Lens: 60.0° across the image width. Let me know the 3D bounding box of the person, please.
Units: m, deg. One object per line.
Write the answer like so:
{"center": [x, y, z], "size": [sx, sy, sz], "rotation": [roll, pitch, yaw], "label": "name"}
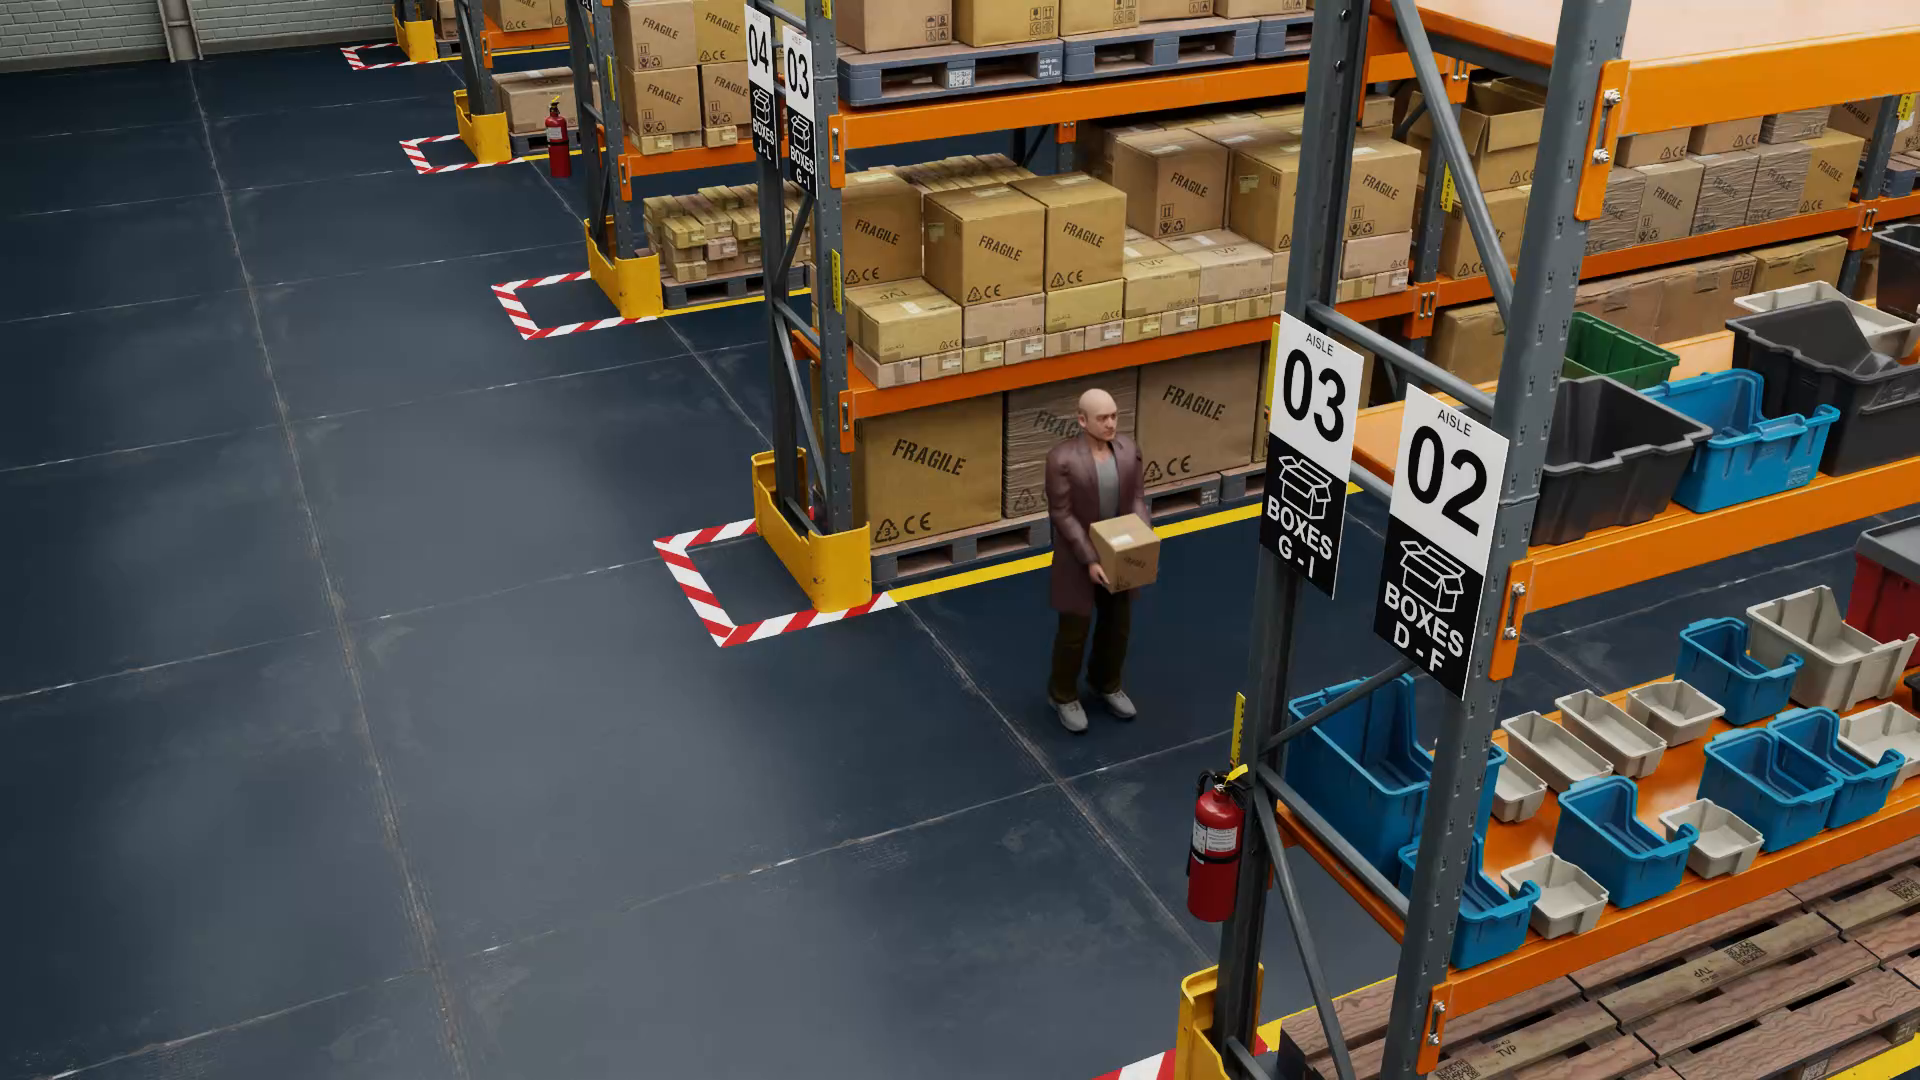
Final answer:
{"center": [0.686, 0.105, 8.278], "size": [0.579, 1.781, 0.443], "rotation": [-14, 32, -23], "label": "person"}
